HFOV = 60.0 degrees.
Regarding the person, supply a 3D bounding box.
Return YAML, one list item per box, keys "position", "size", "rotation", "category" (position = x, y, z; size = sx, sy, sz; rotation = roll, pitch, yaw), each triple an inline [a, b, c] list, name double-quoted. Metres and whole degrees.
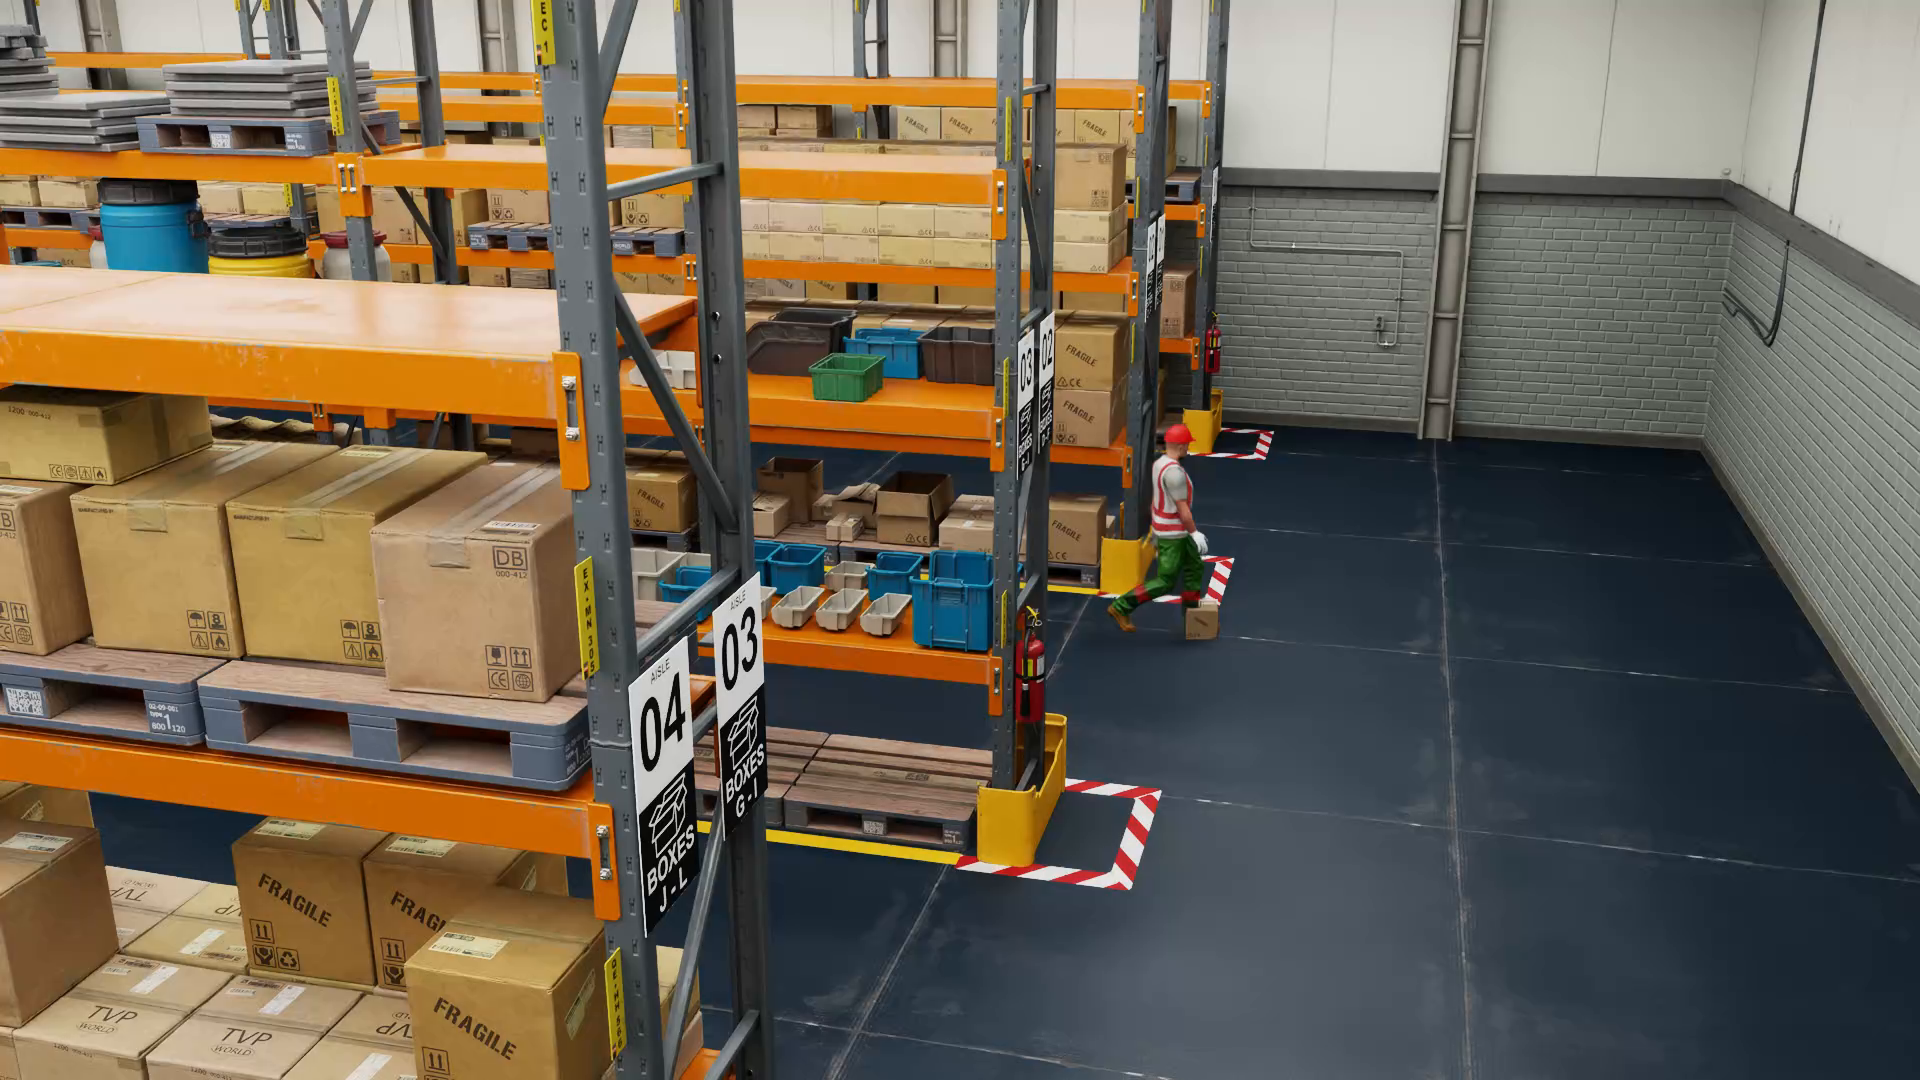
- position: [1.670, -0.072, 13.432]
  size: [0.949, 1.739, 0.542]
  rotation: [0, 18, 1]
  category: "person"
